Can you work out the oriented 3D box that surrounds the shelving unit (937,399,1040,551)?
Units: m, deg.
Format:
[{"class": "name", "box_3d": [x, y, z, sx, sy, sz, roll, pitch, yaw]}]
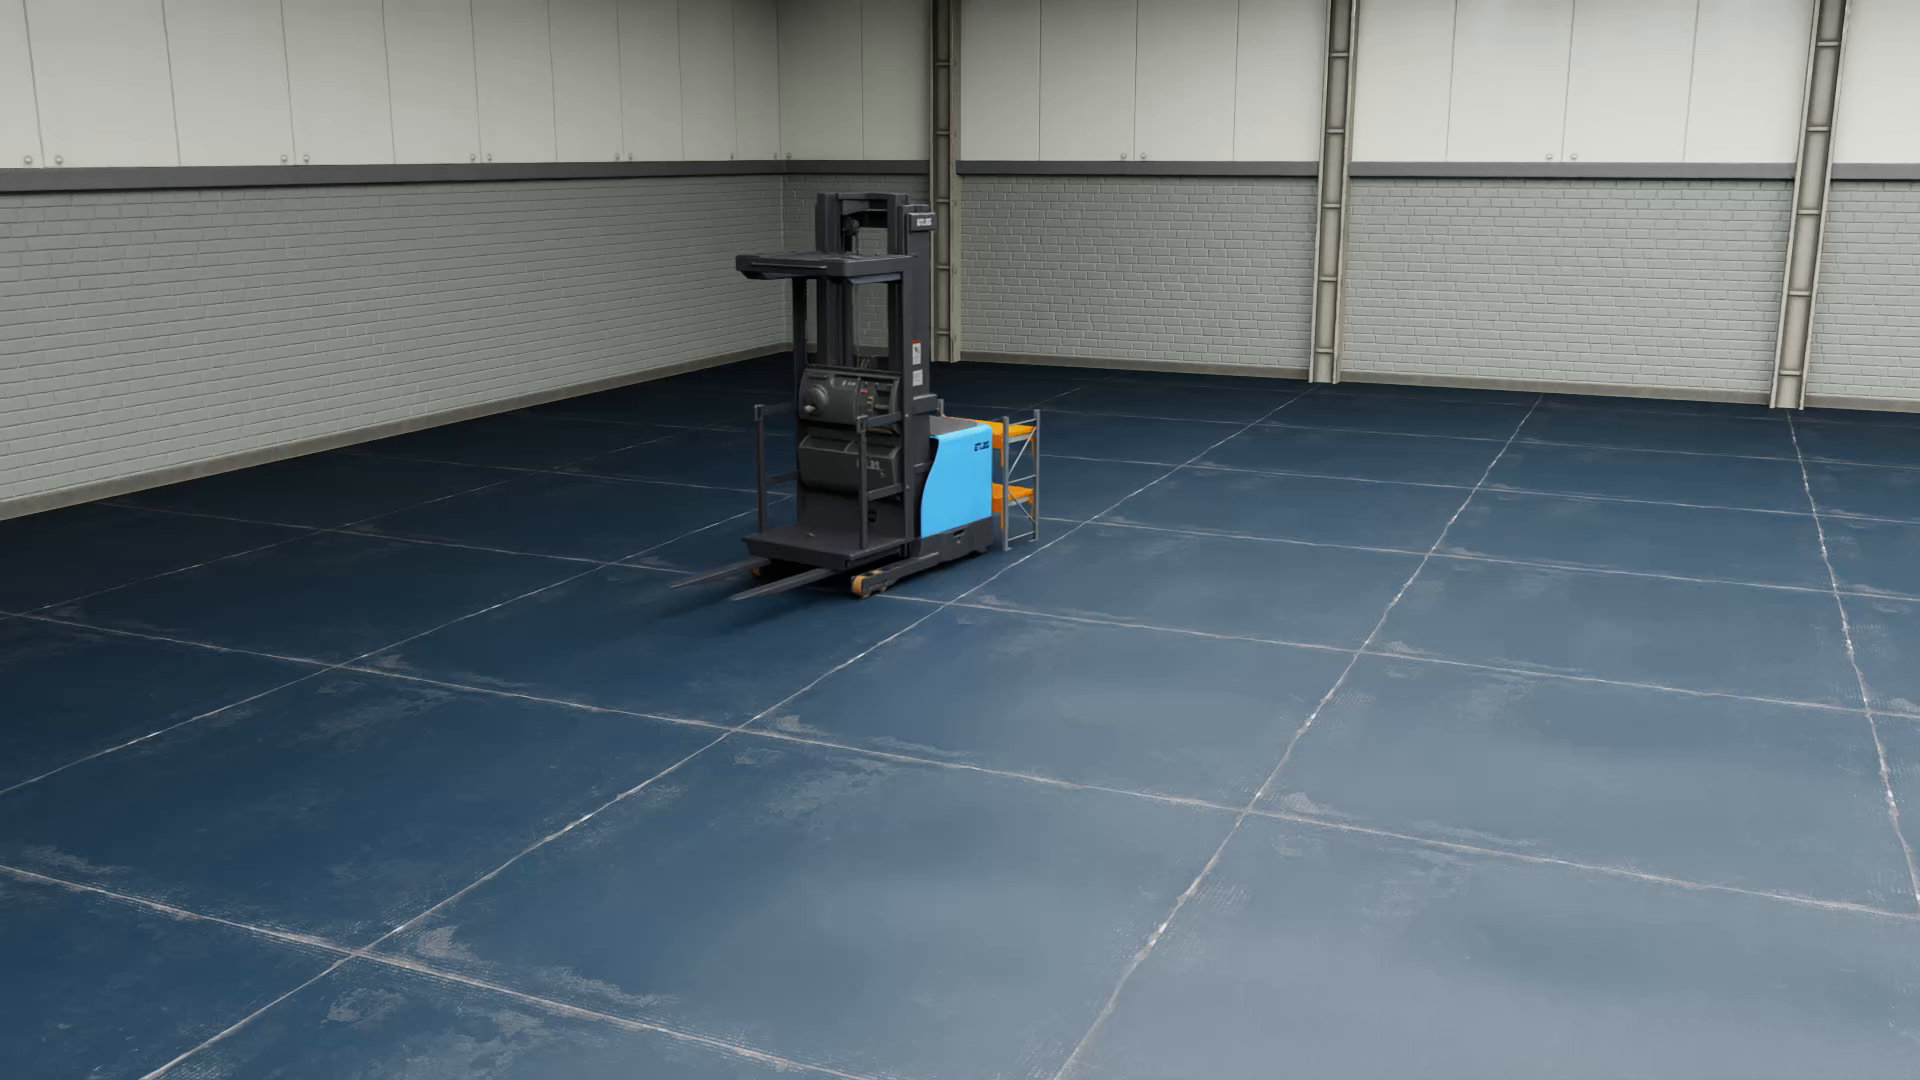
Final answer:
[{"class": "shelving unit", "box_3d": [0.103, -0.574, 14.238, 1.048, 1.125, 0.538, 10, 16, 35]}]

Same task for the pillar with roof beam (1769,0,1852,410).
[{"class": "pillar with roof beam", "box_3d": [9.000, -5.212, 16.766, 0.400, 9.000, 9.100, 6, 14, 23]}]

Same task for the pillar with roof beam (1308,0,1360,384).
[{"class": "pillar with roof beam", "box_3d": [3.514, -5.767, 19.132, 0.400, 9.000, 9.100, 6, 14, 23]}]

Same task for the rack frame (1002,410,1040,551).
[{"class": "rack frame", "box_3d": [0.512, -0.505, 13.945, 0.032, 1.125, 0.500, 10, 16, 35]}]

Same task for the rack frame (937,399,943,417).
[{"class": "rack frame", "box_3d": [-0.307, -0.643, 14.531, 0.032, 1.125, 0.500, 10, 16, 35]}]

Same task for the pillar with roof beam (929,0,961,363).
[{"class": "pillar with roof beam", "box_3d": [-1.971, -6.322, 21.498, 0.400, 9.000, 9.100, 6, 14, 23]}]

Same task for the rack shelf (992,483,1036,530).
[{"class": "rack shelf", "box_3d": [0.103, -0.336, 14.294, 1.000, 0.278, 0.538, 10, 16, 35]}]

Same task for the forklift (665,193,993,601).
[{"class": "forklift", "box_3d": [-0.975, -1.121, 12.617, 1.130, 2.935, 3.031, 9, 16, 34]}]

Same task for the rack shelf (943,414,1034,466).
[{"class": "rack shelf", "box_3d": [0.103, -0.859, 14.171, 1.000, 0.278, 0.538, 10, 16, 35]}]
